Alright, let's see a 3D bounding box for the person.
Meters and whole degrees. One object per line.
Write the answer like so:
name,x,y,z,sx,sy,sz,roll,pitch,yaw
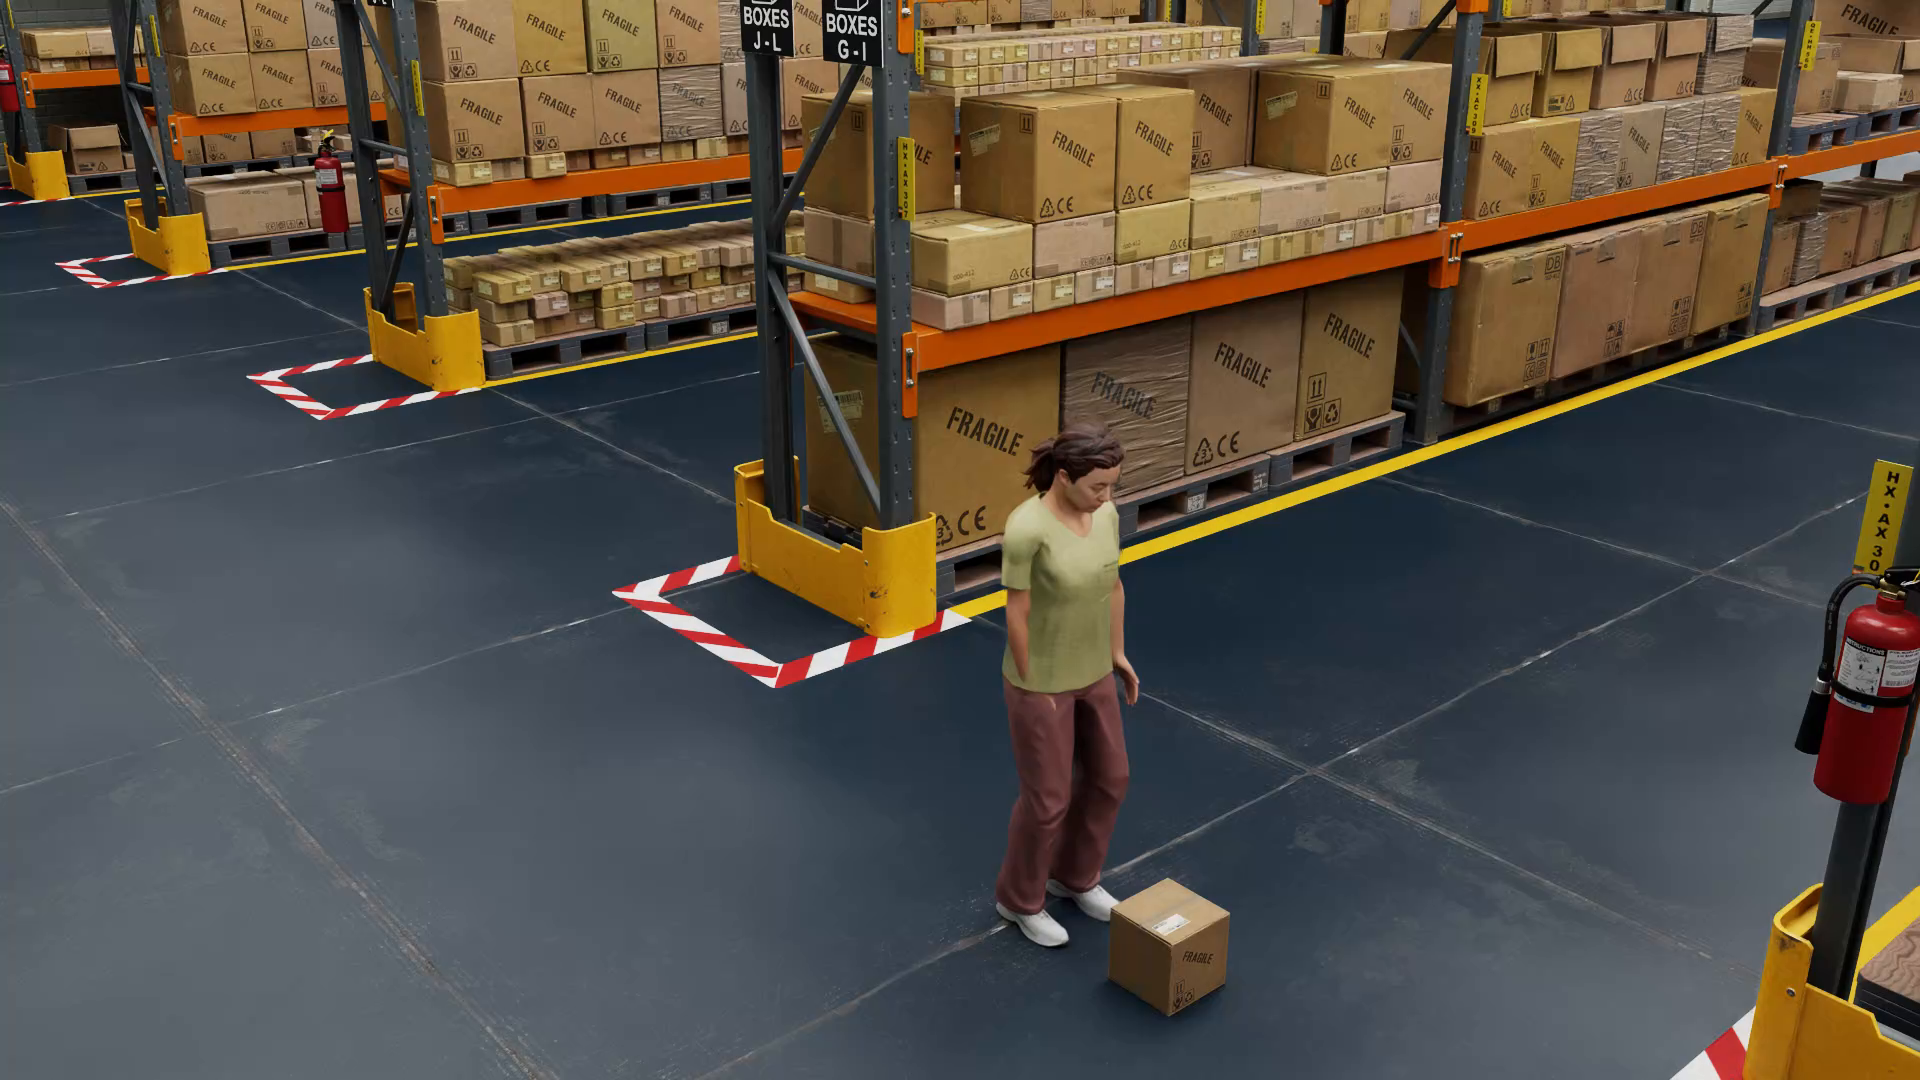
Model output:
person,0.323,0.418,5.036,0.458,1.657,0.343,-16,26,-36
